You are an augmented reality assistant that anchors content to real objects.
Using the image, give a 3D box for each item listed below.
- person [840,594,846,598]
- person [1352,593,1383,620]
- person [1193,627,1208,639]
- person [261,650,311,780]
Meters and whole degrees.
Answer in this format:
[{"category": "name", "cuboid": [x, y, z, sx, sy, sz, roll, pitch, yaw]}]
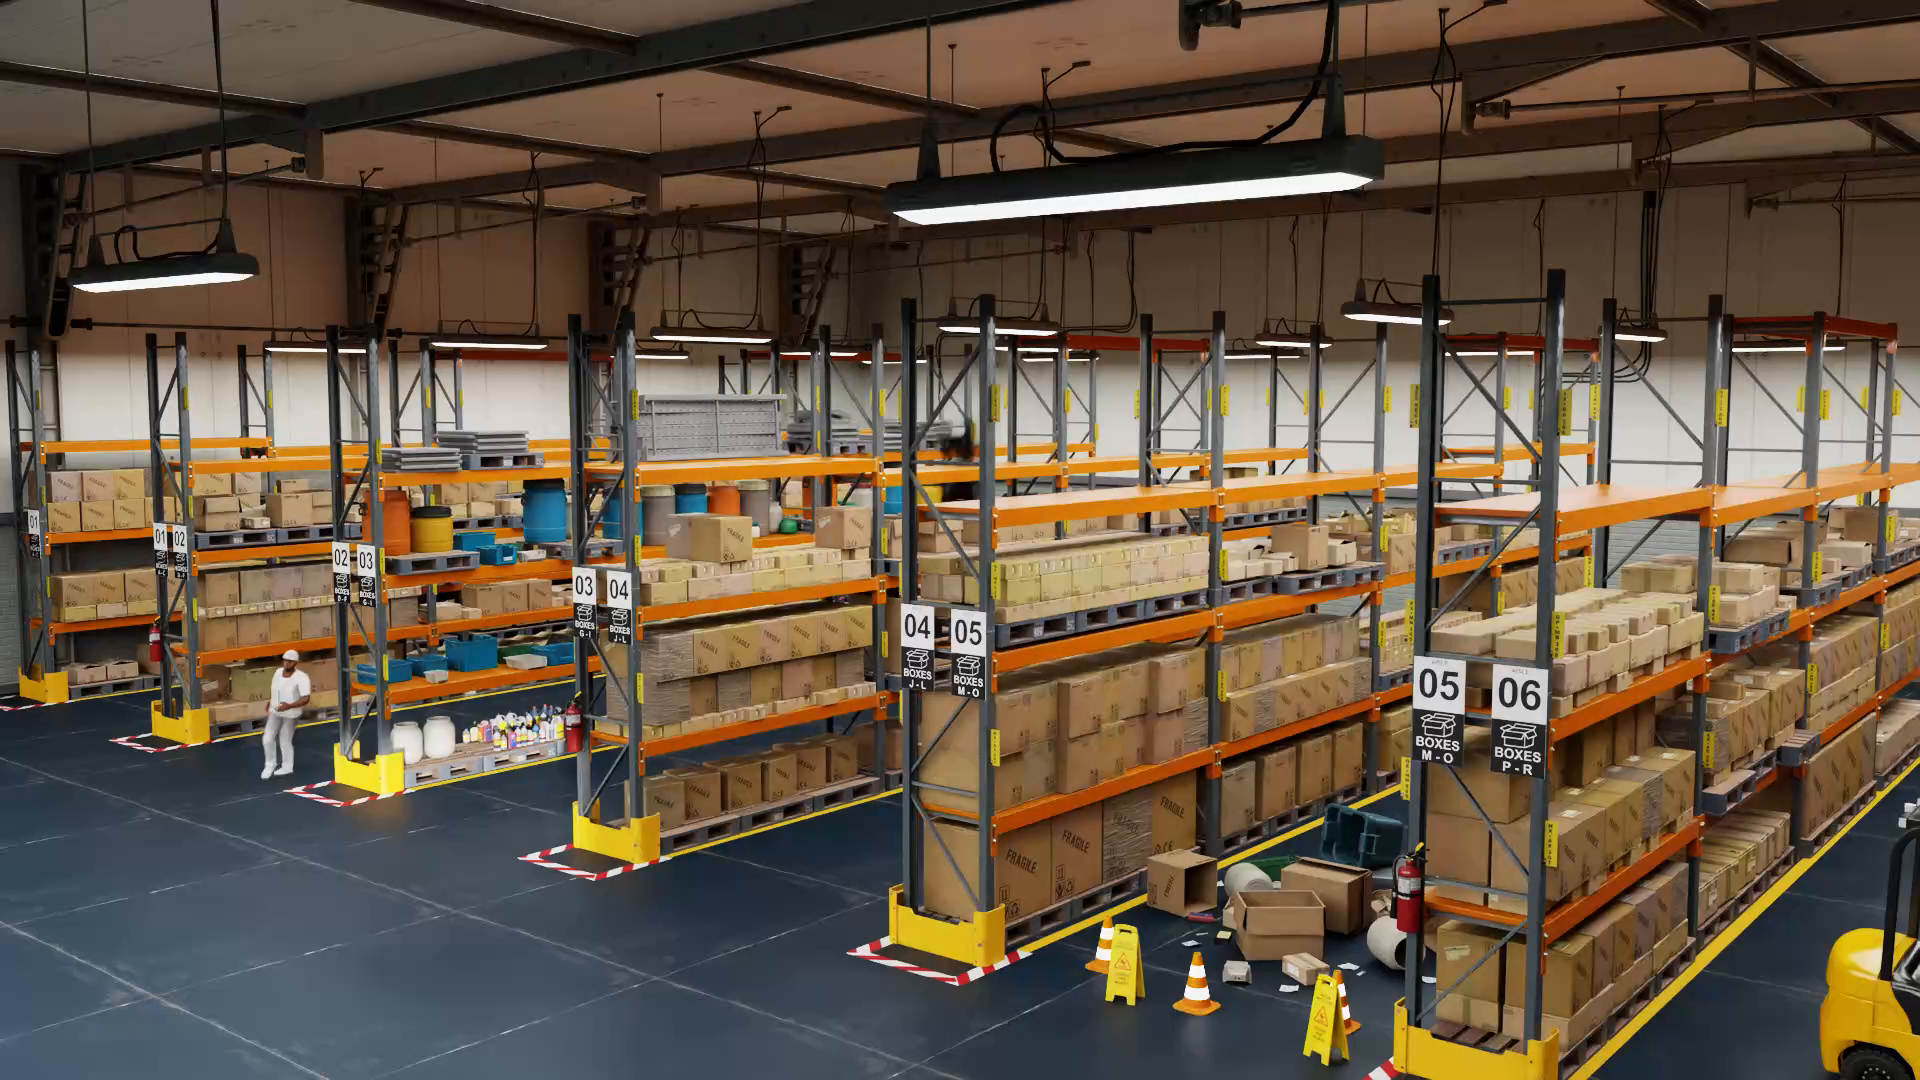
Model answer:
[{"category": "person", "cuboid": [-2.162, 1.400, 33.041, 0.575, 1.613, 0.562, 3, 6, 27]}, {"category": "person", "cuboid": [7.235, 1.728, 29.520, 0.604, 1.628, 0.717, 1, 5, 15]}, {"category": "person", "cuboid": [3.567, 2.050, 24.696, 0.707, 1.670, 0.760, 3, 6, 34]}, {"category": "person", "cuboid": [-8.950, 2.323, 22.073, 0.720, 1.752, 0.640, 1, 5, 7]}]
